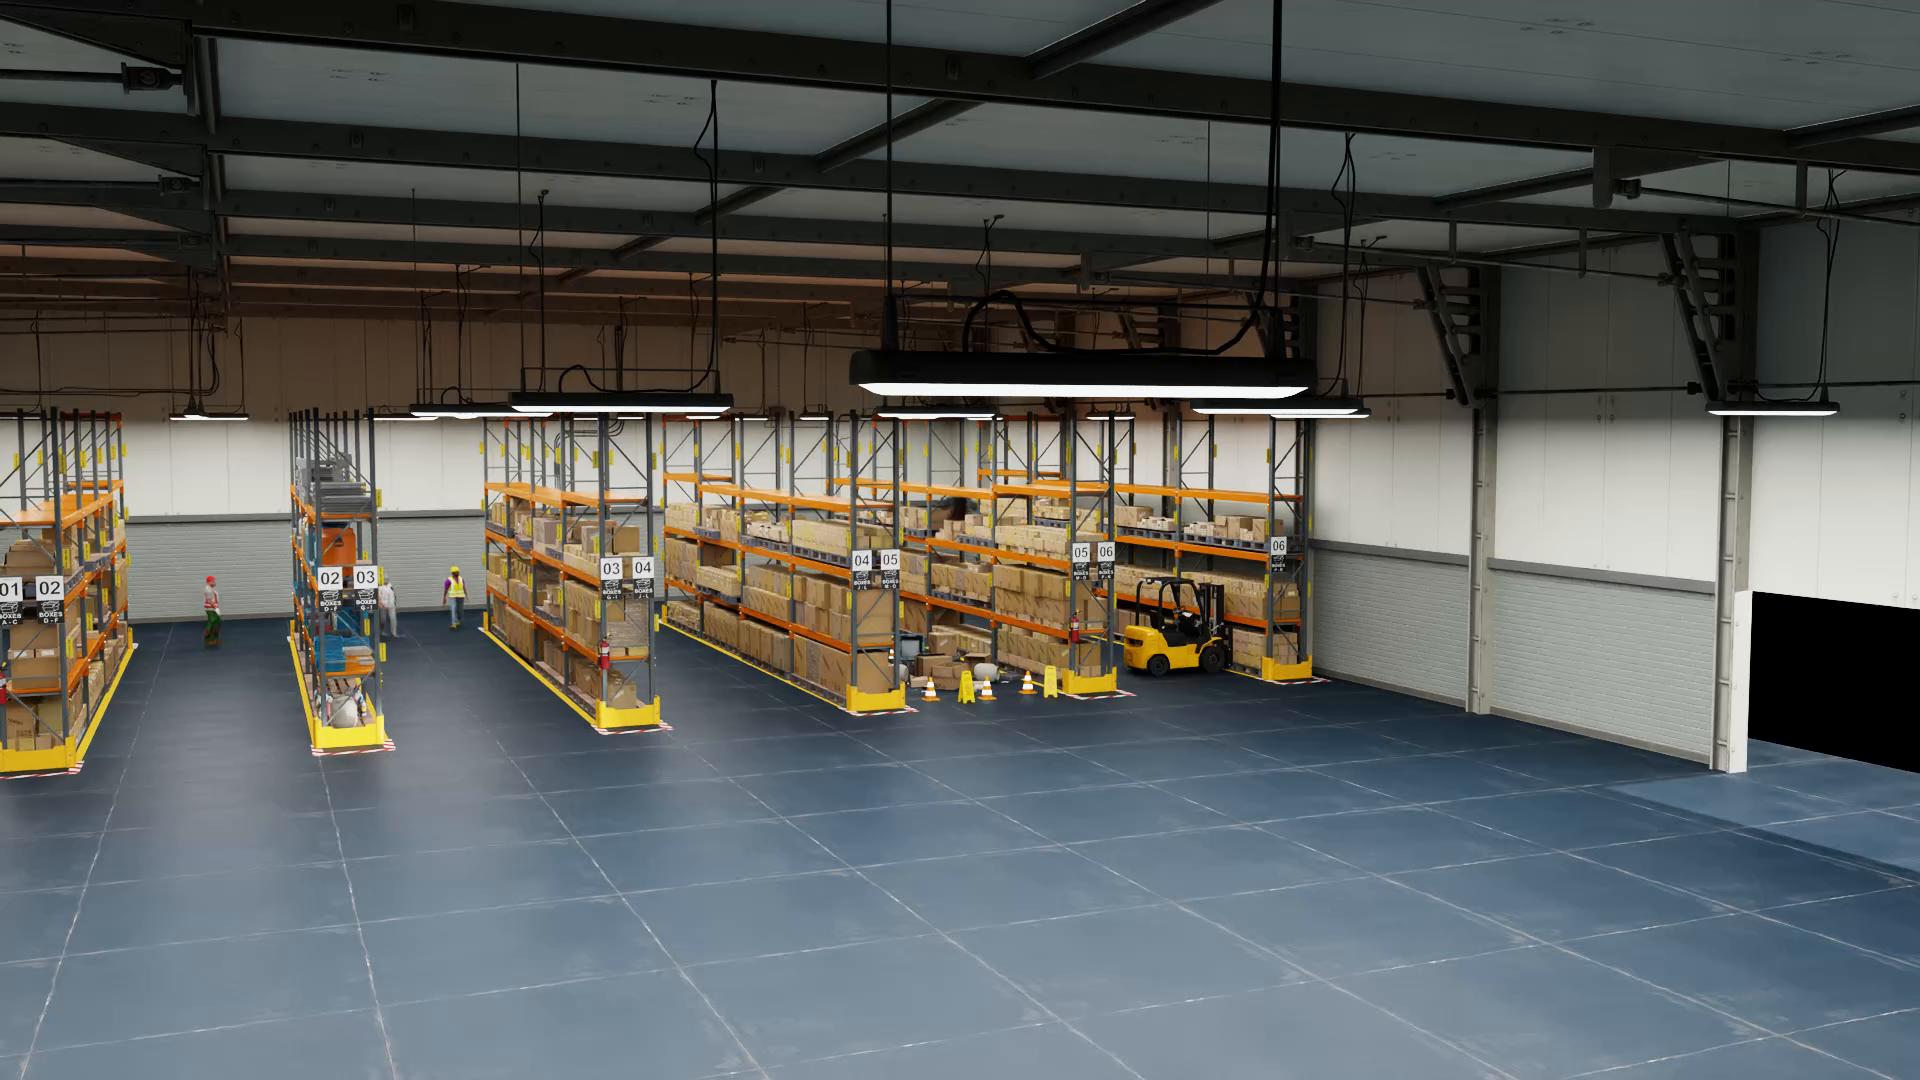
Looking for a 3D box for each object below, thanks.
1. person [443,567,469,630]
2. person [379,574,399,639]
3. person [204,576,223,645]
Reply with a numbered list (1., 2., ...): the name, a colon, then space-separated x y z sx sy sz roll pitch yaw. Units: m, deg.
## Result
1. person: -14.092 1.609 46.448 0.695 1.734 1.018 -2 4 -22
2. person: -15.308 1.764 44.309 0.579 1.734 0.965 -3 5 -32
3. person: -19.263 1.835 42.909 0.551 1.834 0.603 -4 5 -43
